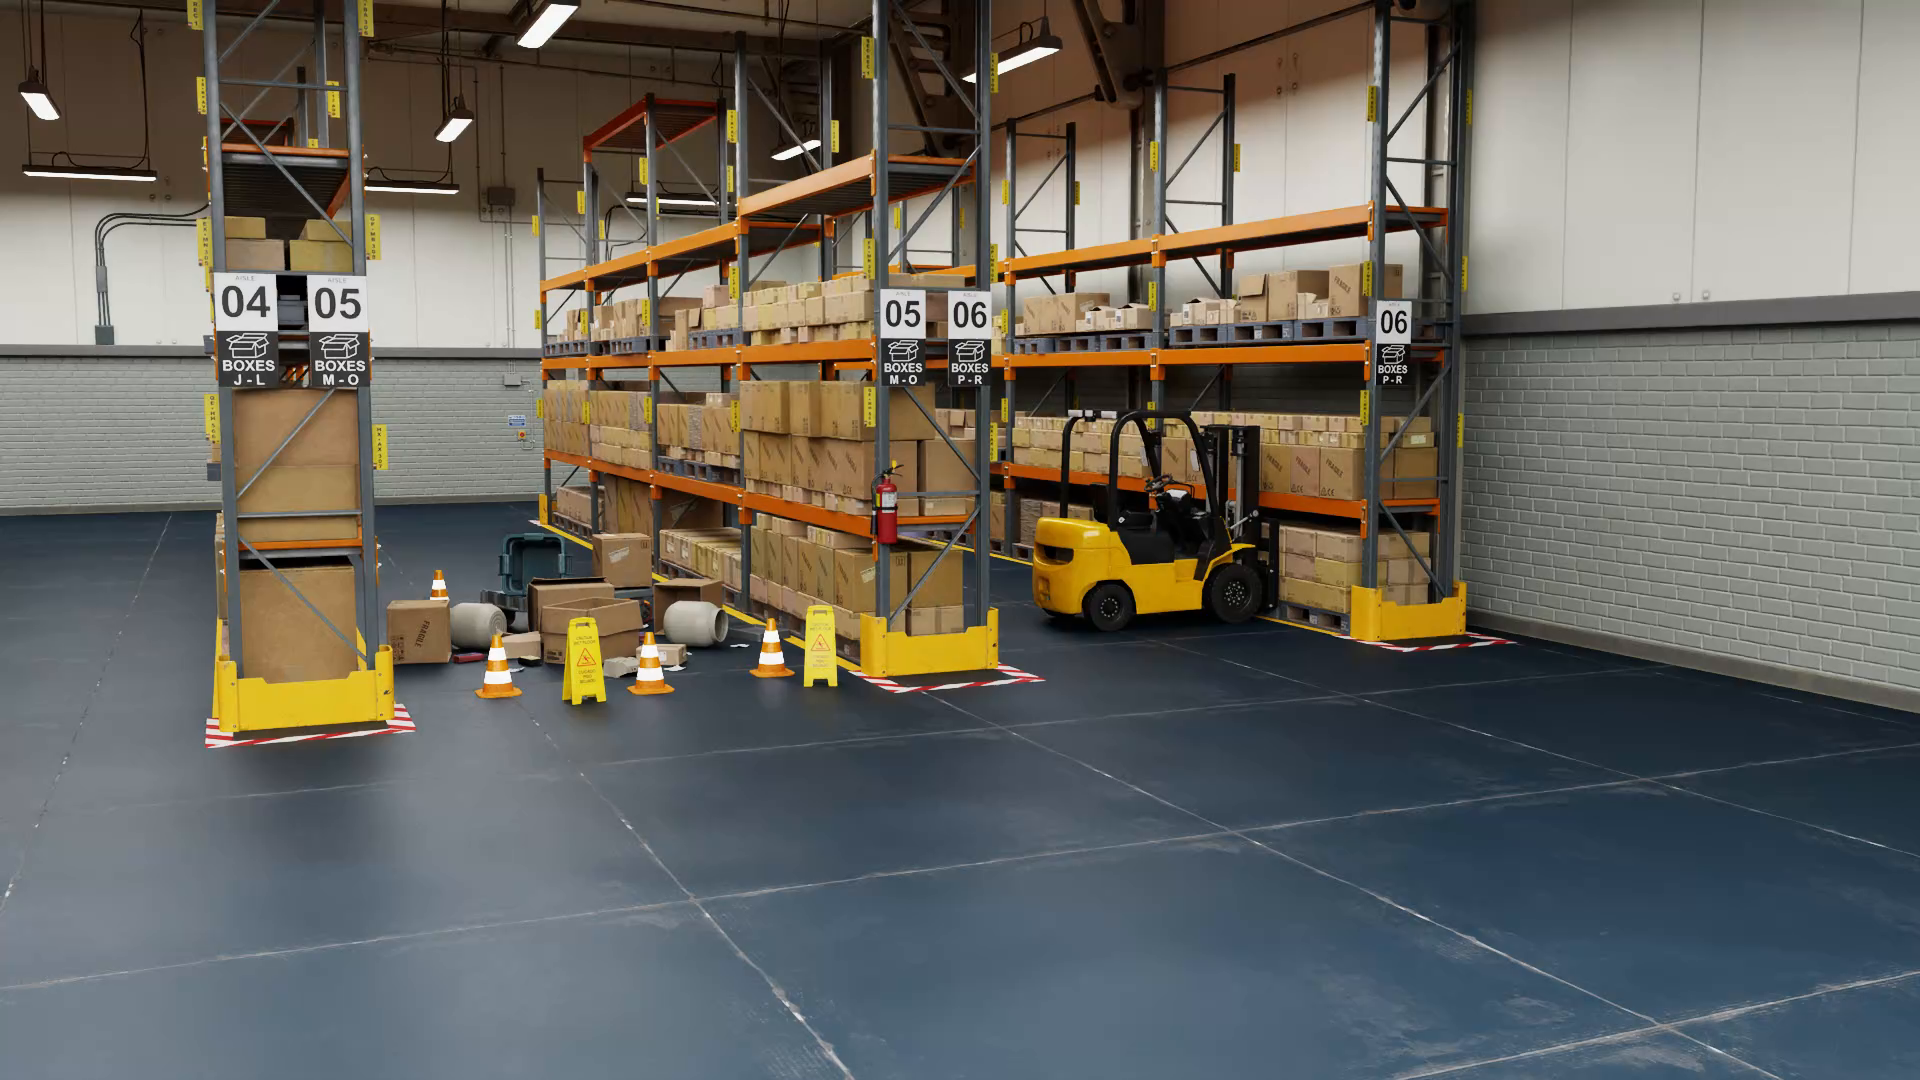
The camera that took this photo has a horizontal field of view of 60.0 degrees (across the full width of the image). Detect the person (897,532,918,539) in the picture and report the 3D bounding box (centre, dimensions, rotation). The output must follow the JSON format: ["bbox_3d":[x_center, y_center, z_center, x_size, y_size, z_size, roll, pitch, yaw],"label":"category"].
[{"bbox_3d":[-0.654,0.192,18.921,0.529,0.929,0.818,-2,6,-24],"label":"person"}]
